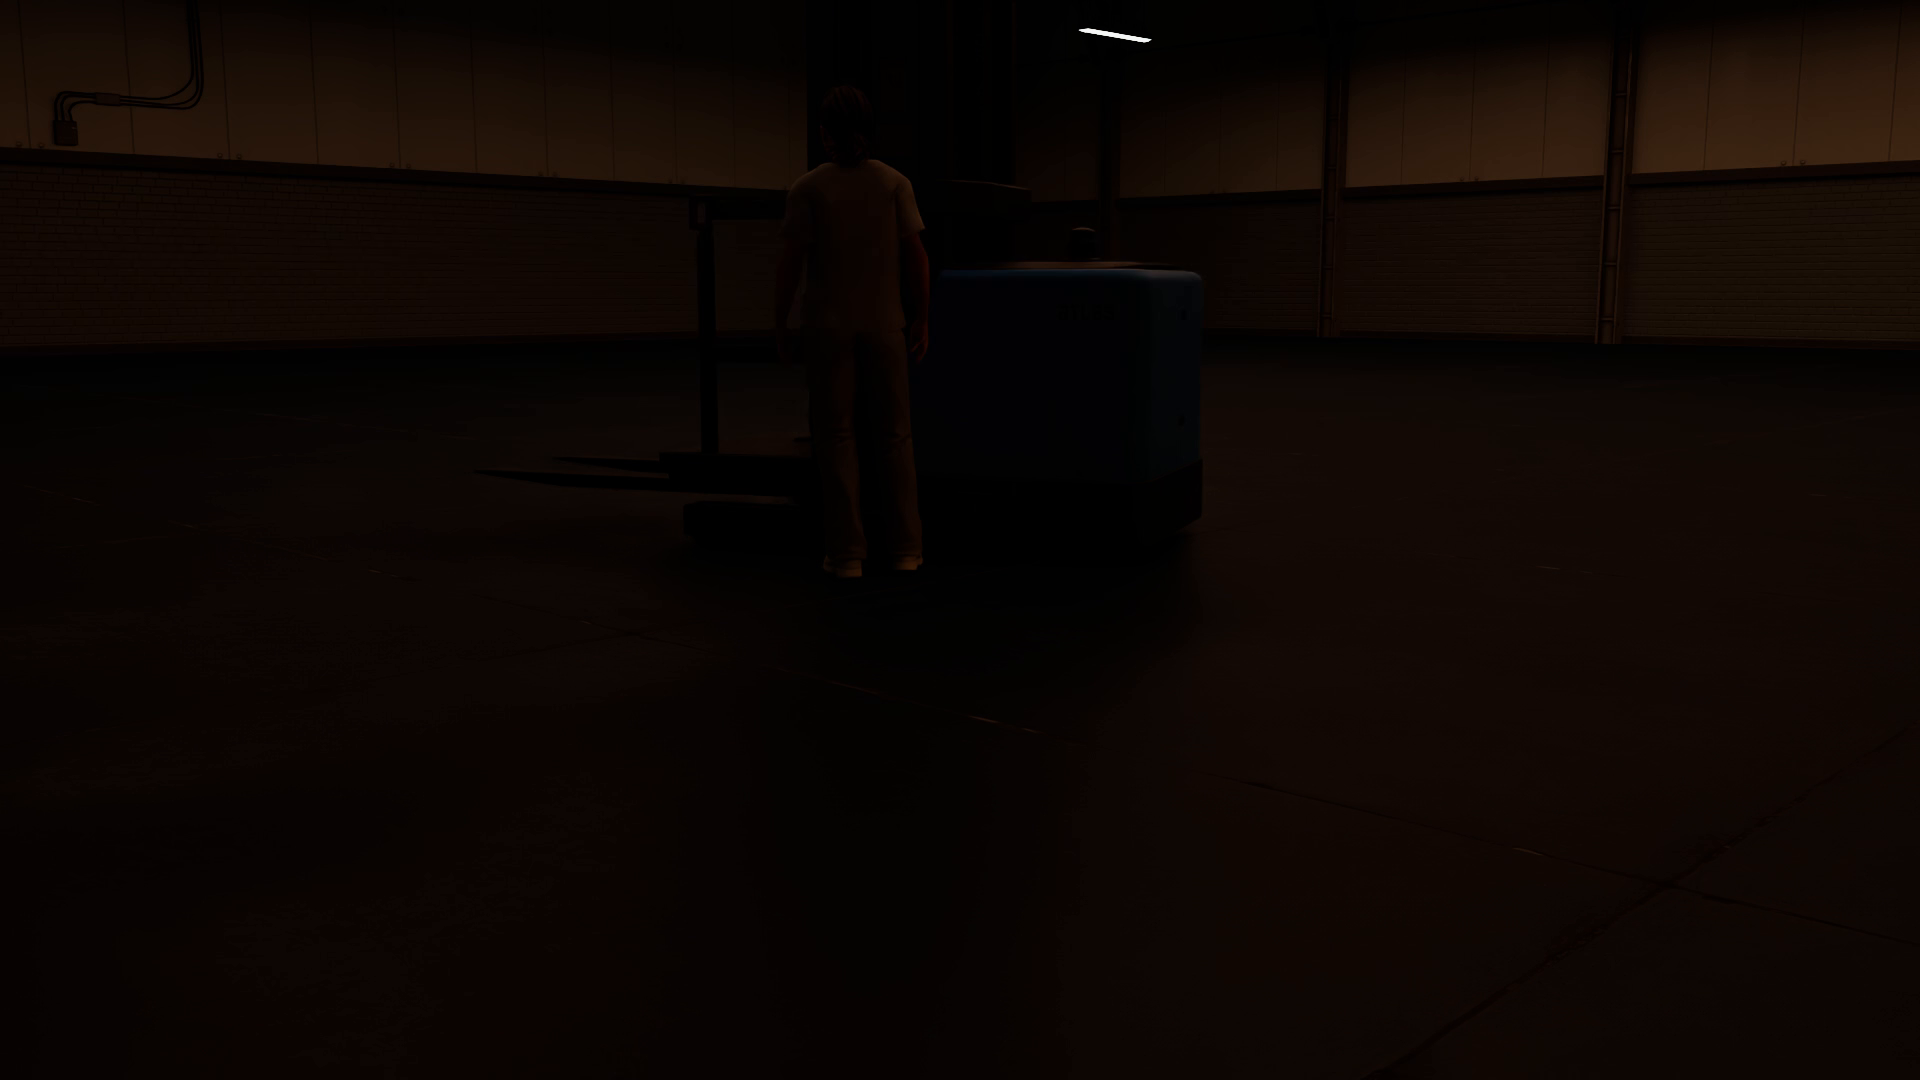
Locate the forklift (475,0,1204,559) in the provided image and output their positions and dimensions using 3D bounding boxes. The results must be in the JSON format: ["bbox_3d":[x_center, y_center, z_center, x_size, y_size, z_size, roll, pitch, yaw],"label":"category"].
[{"bbox_3d":[-0.568,-1.494,6.795,3.031,2.935,1.130,3,9,20],"label":"forklift"}]

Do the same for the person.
[{"bbox_3d":[-0.372,-0.703,5.772,0.545,1.669,0.522,-2,9,-10],"label":"person"}]
